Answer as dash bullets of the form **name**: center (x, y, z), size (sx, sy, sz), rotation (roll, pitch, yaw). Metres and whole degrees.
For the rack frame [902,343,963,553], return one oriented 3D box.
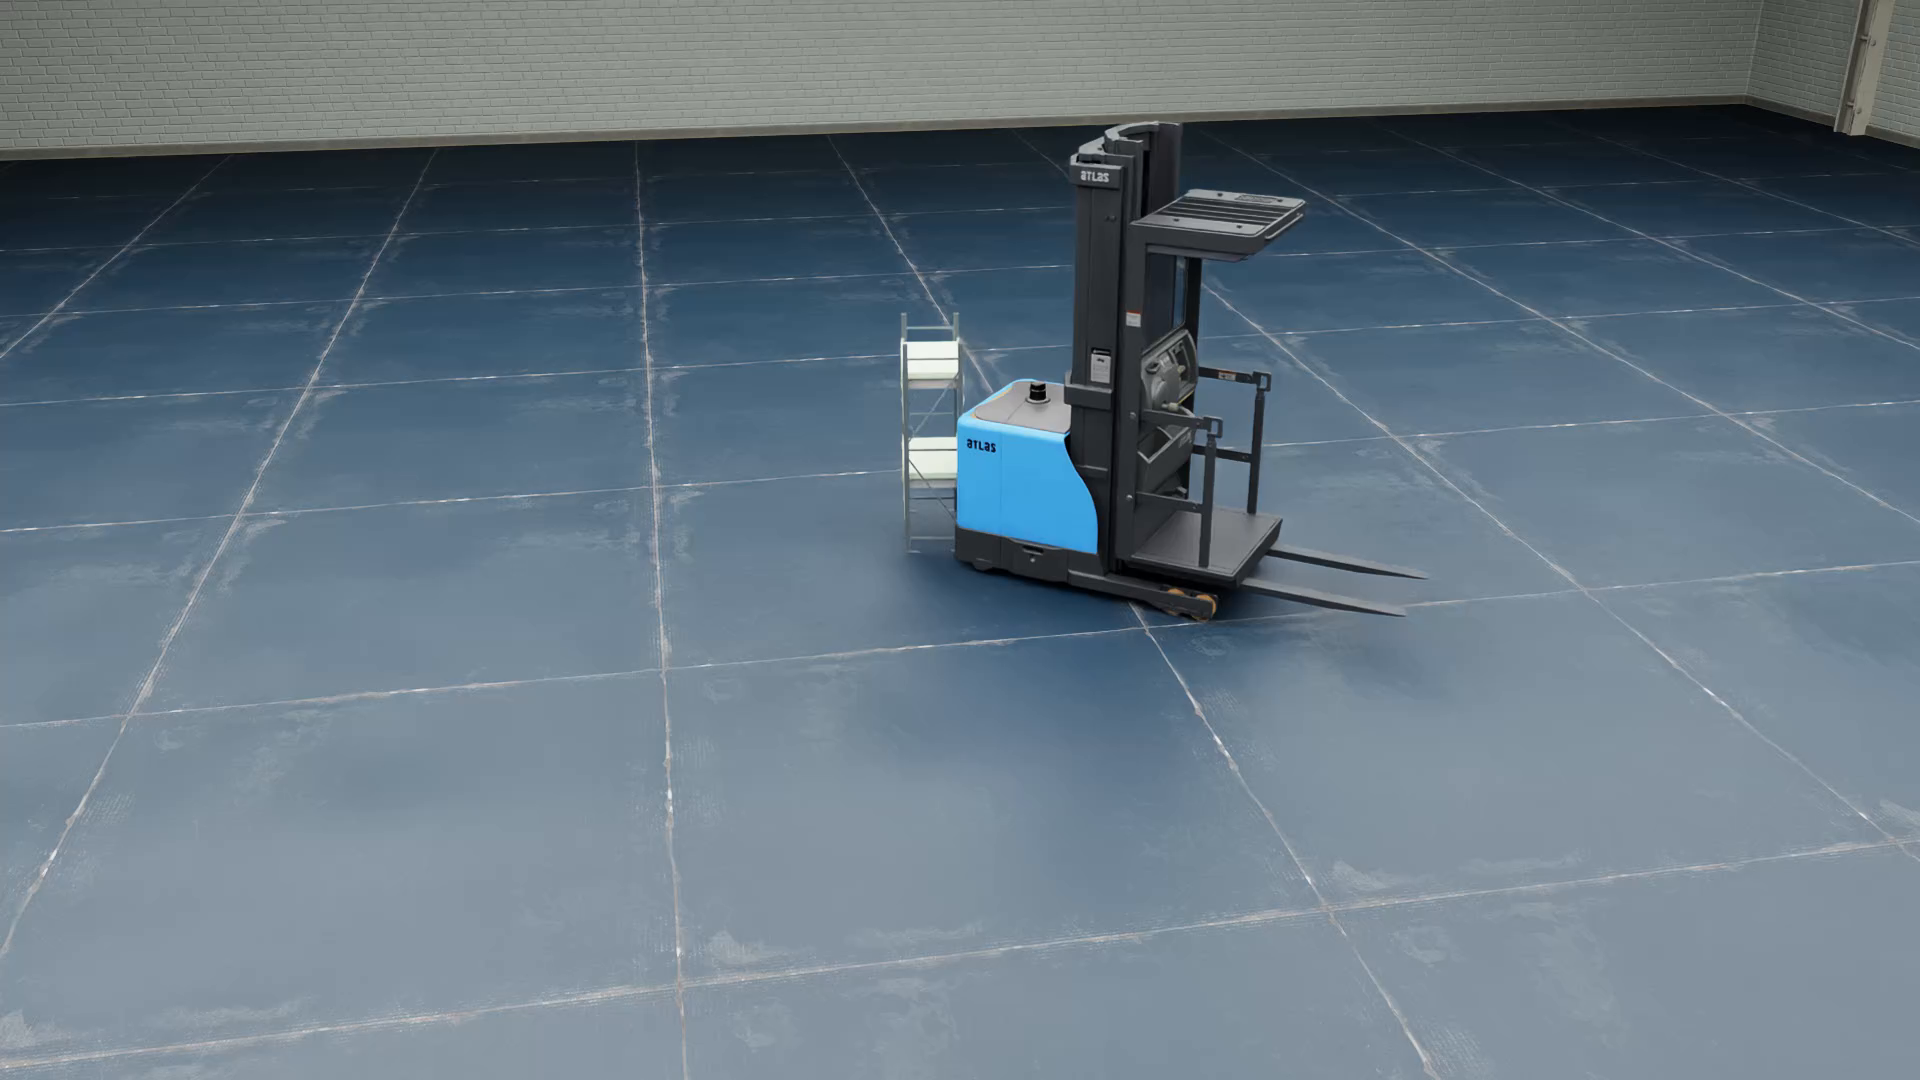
- **rack frame**: center (-0.180, -0.606, 11.264), size (0.400, 1.500, 0.023), rotation (-1, 24, -2)

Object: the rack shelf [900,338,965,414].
- **rack shelf**: center (-0.195, -1.110, 11.443), size (0.431, 0.370, 0.720), rotation (-1, 24, -2)

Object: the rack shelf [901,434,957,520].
- **rack shelf**: center (-0.195, -0.454, 11.730), size (0.431, 0.370, 0.720), rotation (-1, 24, -2)

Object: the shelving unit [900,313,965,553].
- **shelving unit**: center (-0.195, -0.753, 11.599), size (0.431, 1.500, 0.755), rotation (-1, 24, -2)

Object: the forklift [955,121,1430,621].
- **forklift**: center (1.517, -1.069, 10.536), size (3.031, 2.935, 1.130), rotation (11, 26, 24)

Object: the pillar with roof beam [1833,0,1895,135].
- **pillar with roof beam**: center (10.072, -10.350, 24.204), size (9.100, 9.000, 0.400), rotation (-4, 24, -10)

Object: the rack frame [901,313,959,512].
- **rack frame**: center (-0.209, -0.899, 11.934), size (0.400, 1.500, 0.023), rotation (-1, 24, -2)
